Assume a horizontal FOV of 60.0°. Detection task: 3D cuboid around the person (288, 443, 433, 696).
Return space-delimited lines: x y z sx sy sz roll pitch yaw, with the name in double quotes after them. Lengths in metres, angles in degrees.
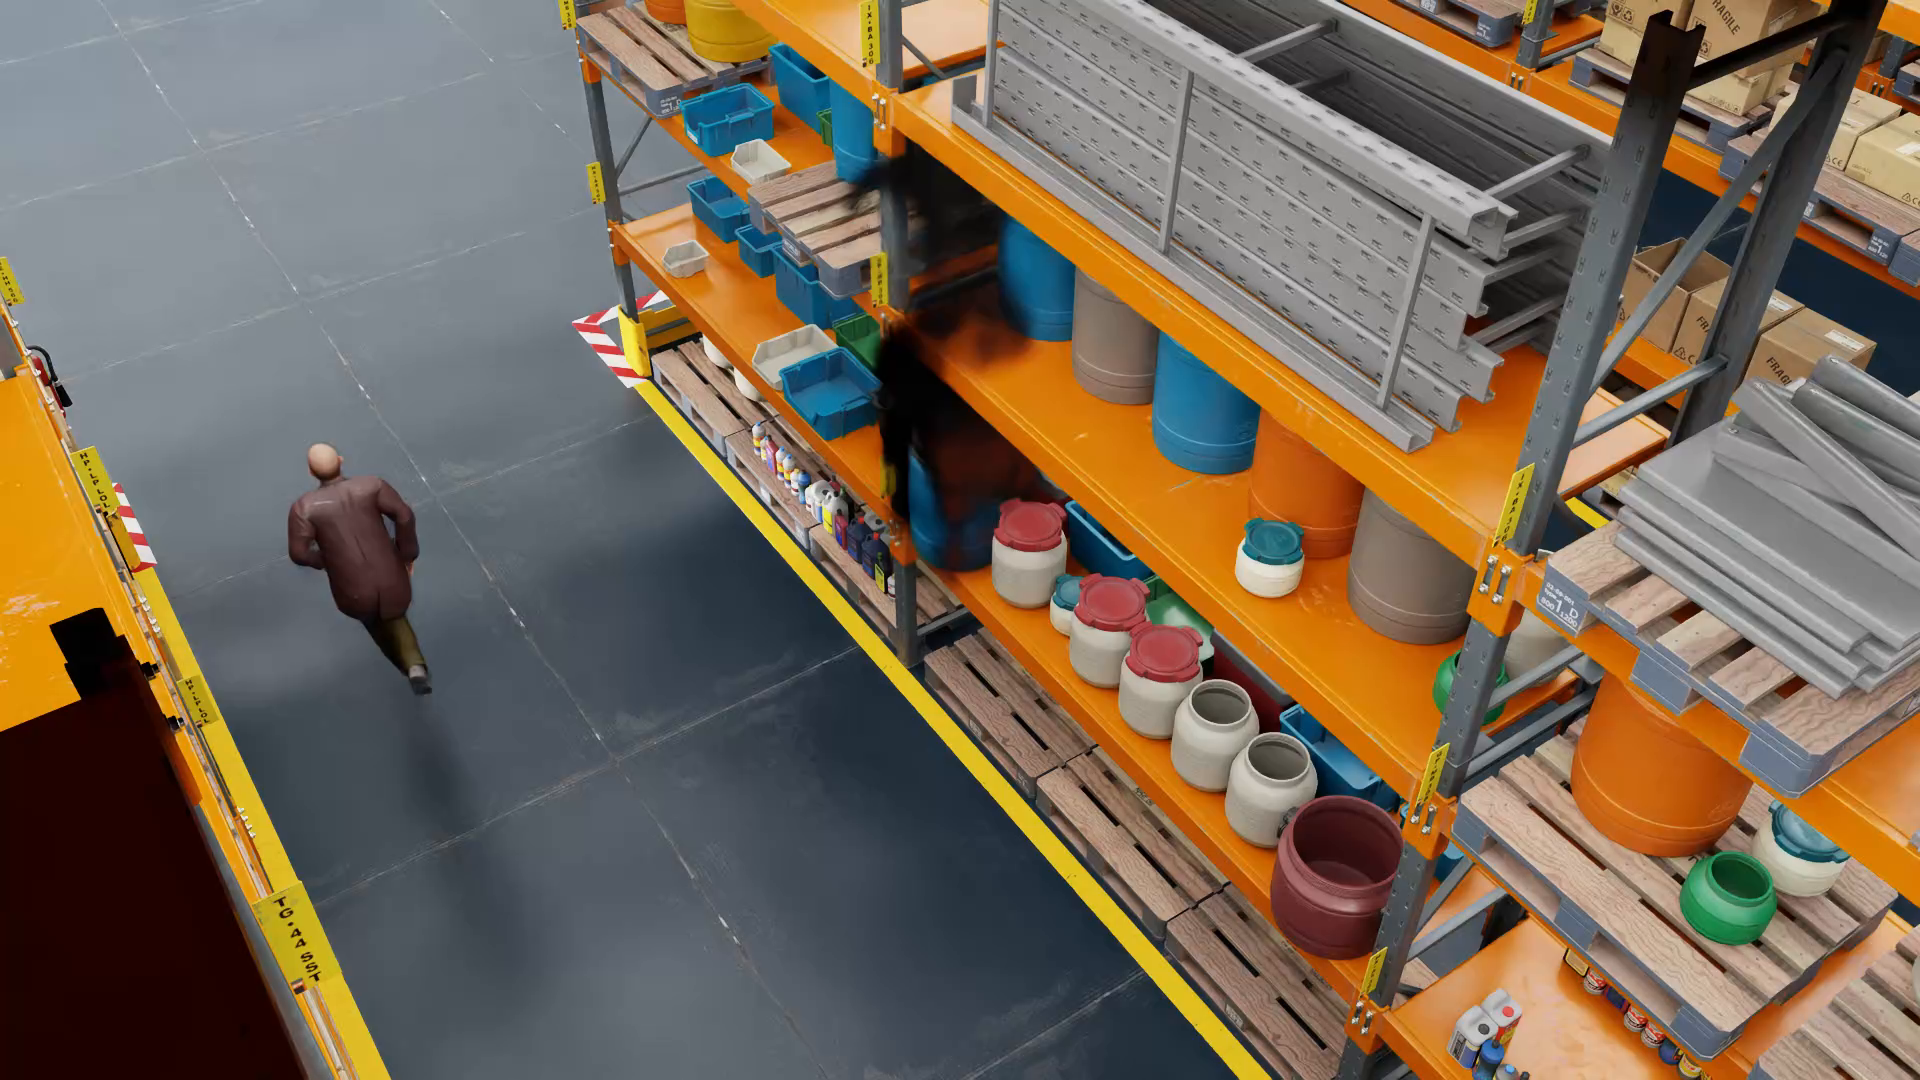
-3.444 0.299 9.777 0.713 1.740 0.895 -27 49 -26 "person"
